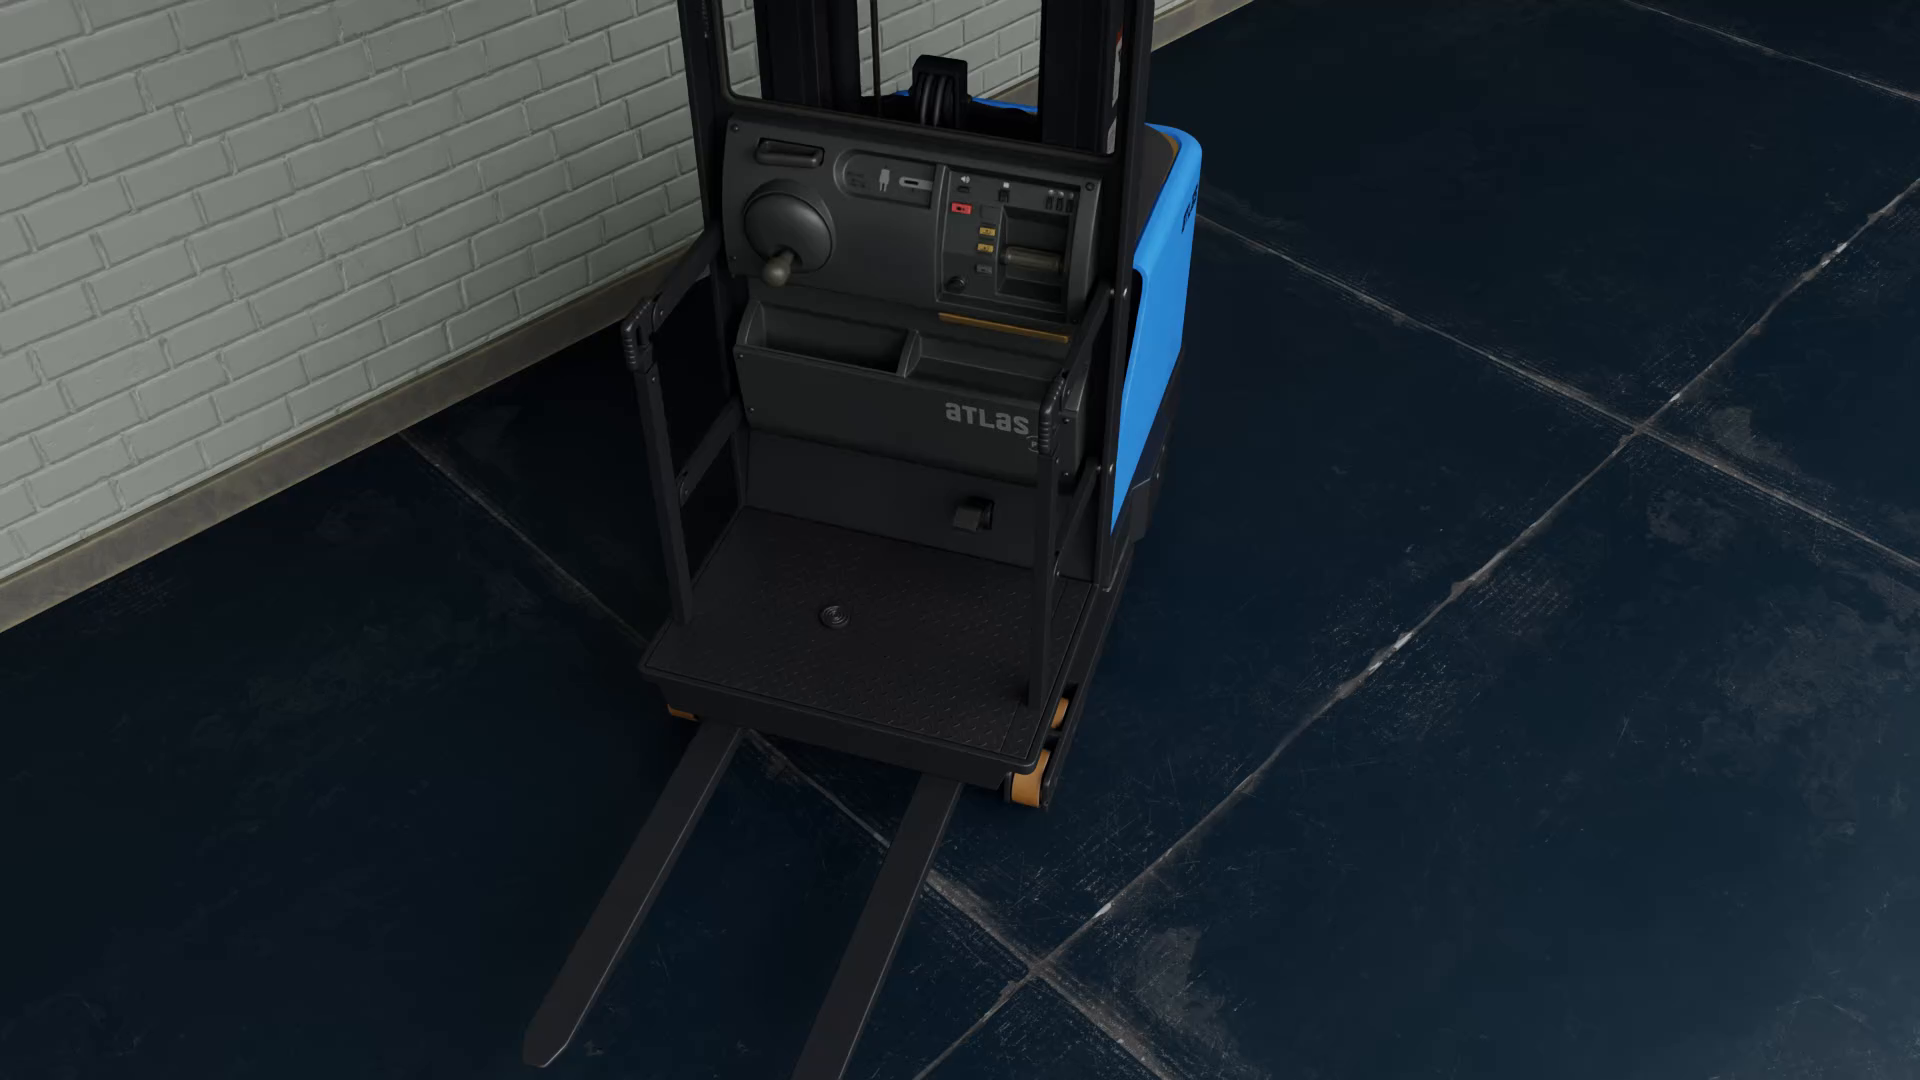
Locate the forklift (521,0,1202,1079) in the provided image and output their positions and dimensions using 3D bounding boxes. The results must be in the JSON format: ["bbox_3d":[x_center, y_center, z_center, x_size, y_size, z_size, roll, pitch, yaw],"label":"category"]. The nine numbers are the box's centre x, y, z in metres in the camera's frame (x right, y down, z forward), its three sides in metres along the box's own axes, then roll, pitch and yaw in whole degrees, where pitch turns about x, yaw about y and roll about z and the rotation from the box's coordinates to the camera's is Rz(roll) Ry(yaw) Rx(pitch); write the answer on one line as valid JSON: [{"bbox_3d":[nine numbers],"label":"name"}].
[{"bbox_3d":[-0.192,-0.671,3.816,1.130,2.935,3.031,12,44,13],"label":"forklift"}]
